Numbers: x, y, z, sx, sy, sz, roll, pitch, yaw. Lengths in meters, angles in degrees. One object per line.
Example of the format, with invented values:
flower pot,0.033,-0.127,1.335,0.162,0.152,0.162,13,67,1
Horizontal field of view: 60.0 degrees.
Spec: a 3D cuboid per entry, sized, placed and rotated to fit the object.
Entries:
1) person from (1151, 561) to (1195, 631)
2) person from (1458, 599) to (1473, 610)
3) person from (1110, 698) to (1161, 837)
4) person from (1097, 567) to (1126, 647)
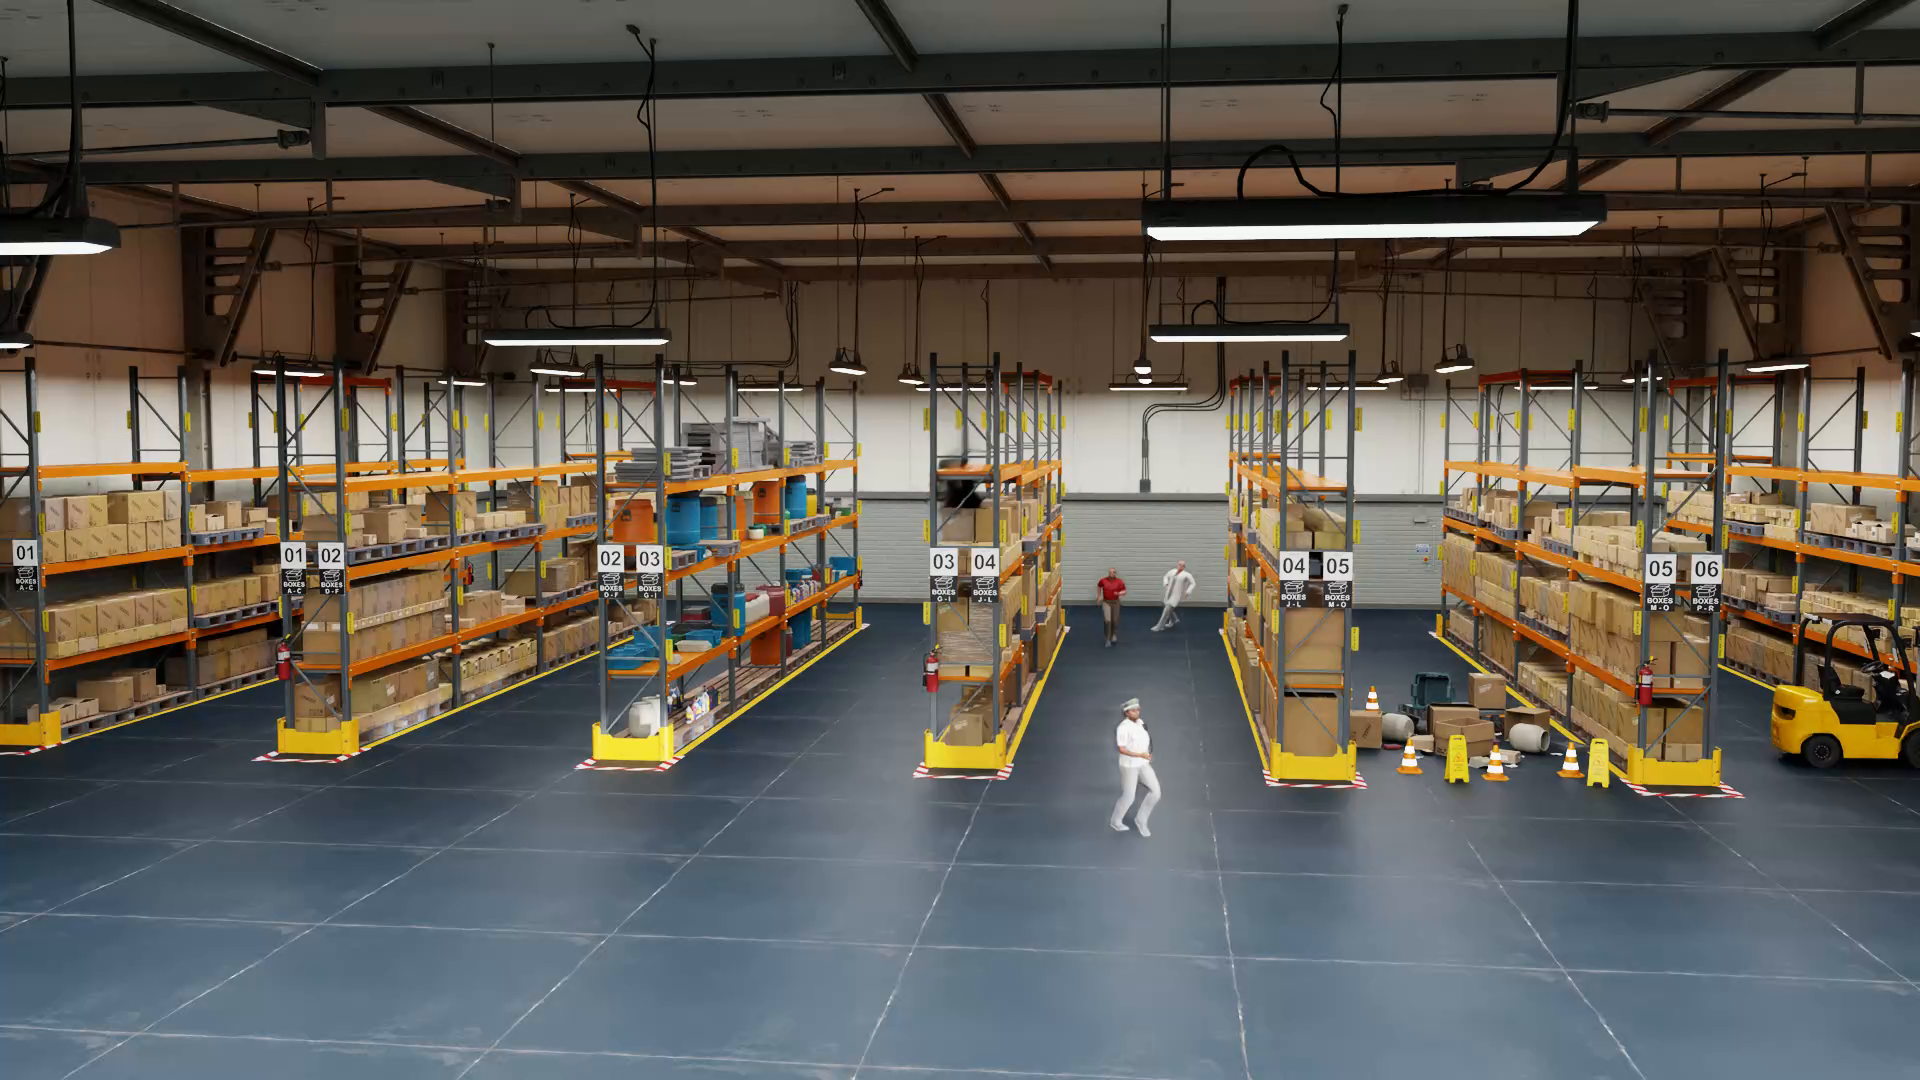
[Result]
person,5.020,1.326,39.866,0.990,1.687,0.872,-2,4,-22
person,12.245,1.311,40.127,0.662,1.698,0.752,4,6,43
person,2.128,2.753,20.165,0.582,1.707,0.703,-3,5,-39
person,3.409,1.507,37.356,0.630,1.797,0.862,0,4,1
